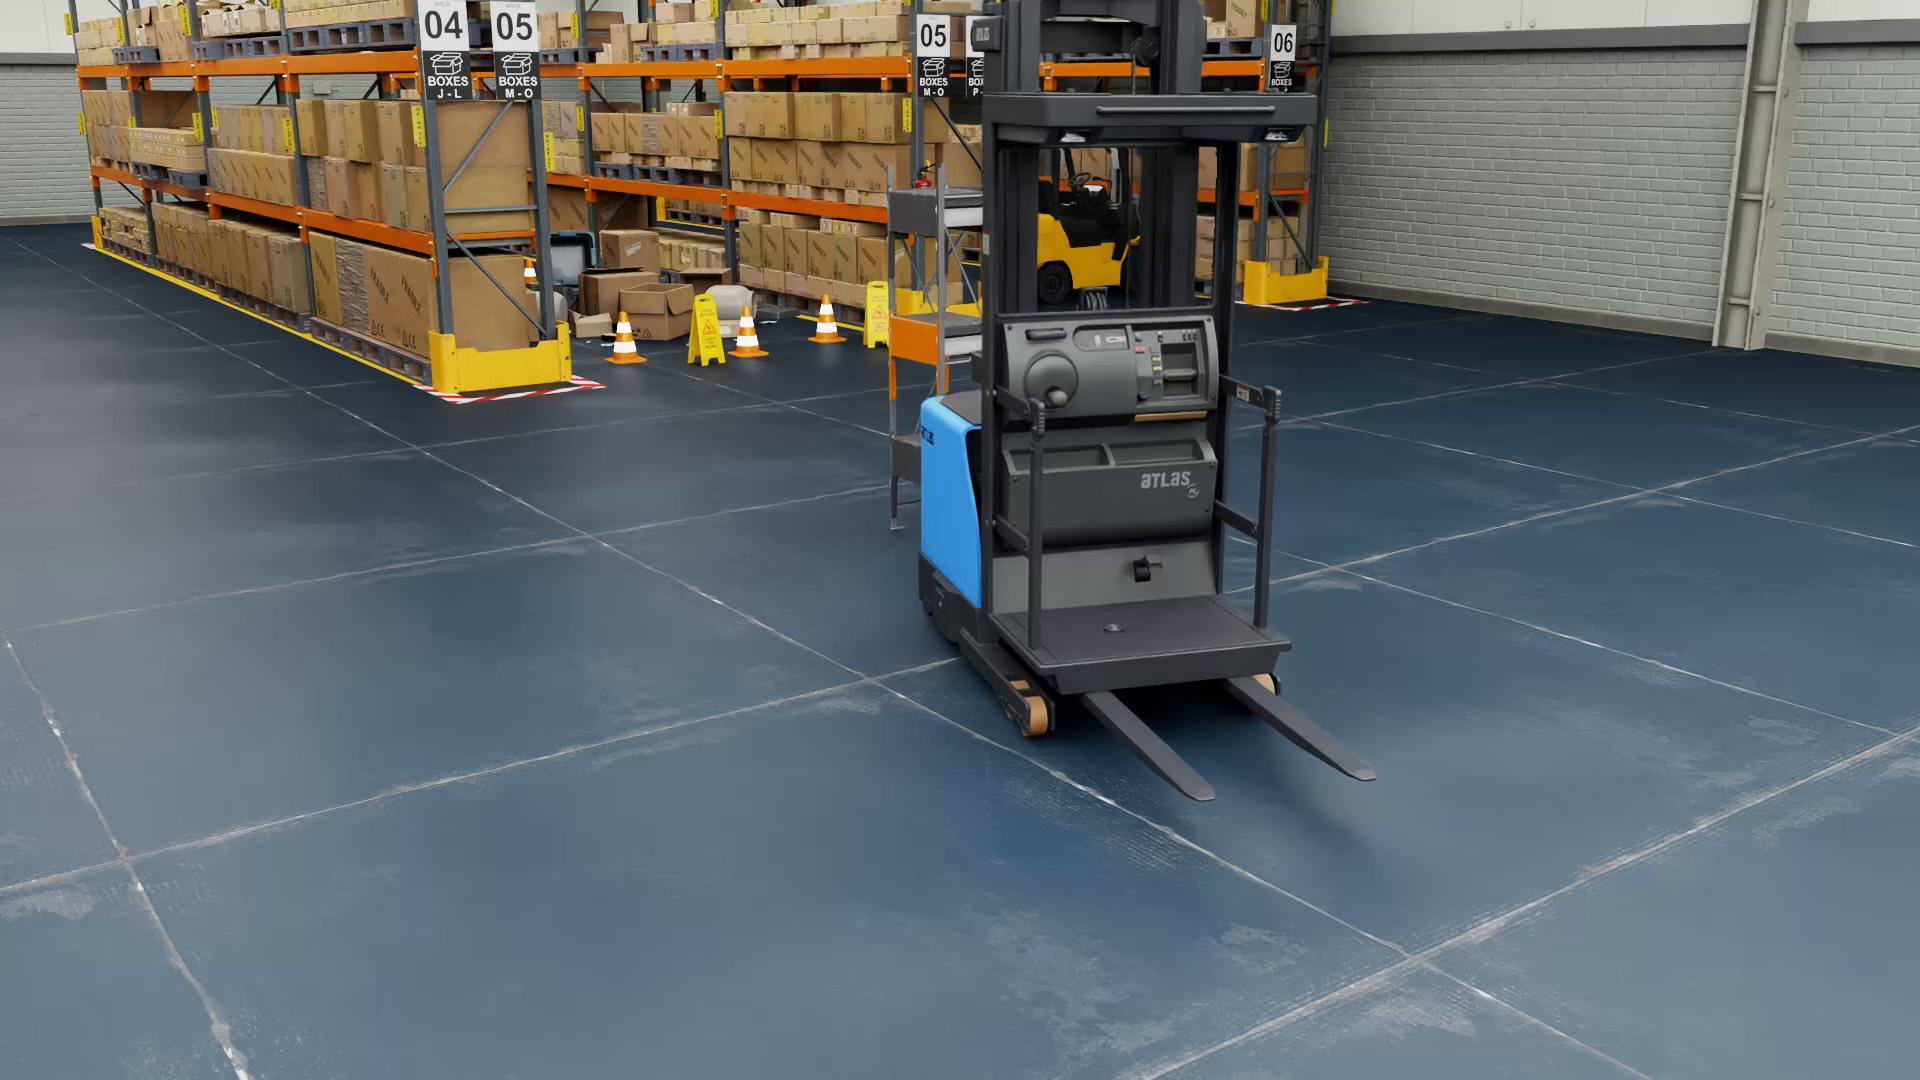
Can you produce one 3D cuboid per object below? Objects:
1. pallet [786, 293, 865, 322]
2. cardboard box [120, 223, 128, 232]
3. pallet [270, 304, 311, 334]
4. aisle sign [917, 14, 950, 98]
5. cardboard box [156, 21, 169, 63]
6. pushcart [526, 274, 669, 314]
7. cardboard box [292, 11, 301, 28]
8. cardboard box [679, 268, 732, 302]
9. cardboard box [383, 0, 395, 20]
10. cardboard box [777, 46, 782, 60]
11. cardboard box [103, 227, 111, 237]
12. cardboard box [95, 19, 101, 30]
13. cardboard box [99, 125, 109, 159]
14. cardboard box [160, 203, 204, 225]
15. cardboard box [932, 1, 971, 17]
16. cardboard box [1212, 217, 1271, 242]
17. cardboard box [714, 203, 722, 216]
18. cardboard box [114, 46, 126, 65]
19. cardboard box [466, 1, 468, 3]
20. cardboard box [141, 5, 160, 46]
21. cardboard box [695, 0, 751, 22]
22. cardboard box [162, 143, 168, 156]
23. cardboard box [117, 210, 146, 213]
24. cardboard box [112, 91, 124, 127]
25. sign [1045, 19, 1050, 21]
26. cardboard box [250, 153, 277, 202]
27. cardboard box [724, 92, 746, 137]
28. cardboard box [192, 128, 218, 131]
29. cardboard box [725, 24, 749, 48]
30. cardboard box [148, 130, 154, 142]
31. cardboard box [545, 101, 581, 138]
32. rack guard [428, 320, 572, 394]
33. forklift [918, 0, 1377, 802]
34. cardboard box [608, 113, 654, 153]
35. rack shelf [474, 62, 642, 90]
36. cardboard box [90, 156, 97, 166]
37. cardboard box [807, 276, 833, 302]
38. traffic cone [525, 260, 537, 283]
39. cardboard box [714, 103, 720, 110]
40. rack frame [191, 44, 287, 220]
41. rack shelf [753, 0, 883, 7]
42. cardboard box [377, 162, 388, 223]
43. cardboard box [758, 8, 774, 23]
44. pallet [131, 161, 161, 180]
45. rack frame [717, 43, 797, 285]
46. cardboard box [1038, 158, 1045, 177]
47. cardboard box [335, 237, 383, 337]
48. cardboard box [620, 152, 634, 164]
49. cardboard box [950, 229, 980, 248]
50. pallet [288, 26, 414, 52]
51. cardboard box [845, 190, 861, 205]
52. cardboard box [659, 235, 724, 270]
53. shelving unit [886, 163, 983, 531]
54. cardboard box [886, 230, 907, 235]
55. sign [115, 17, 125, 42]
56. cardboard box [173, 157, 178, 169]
[{"bbox_3d":[-1.272,-2.716,19.101,1.003,0.211,1.213,-11,19,-35],"label":"pallet"},{"bbox_3d":[-12.690,-4.833,25.592,0.380,0.149,0.250,-12,19,-37],"label":"cardboard box"},{"bbox_3d":[-6.876,-2.478,18.231,1.003,0.211,1.213,-11,19,-35],"label":"pallet"},{"bbox_3d":[-0.263,-4.802,16.513,0.394,0.787,0.004,-11,19,-35],"label":"aisle sign"},{"bbox_3d":[-9.850,-6.314,21.092,0.500,0.500,0.500,-11,19,-35],"label":"cardboard box"},{"bbox_3d":[-4.232,-2.831,19.204,0.936,0.377,1.648,10,18,33],"label":"pushcart"},{"bbox_3d":[-6.268,-5.061,16.194,0.380,0.149,0.250,-11,19,-34],"label":"cardboard box"},{"bbox_3d":[-2.887,-2.816,18.912,0.500,0.500,0.500,1,15,4],"label":"cardboard box"},{"bbox_3d":[-4.627,-4.465,14.016,0.380,0.149,0.250,-11,19,-34],"label":"cardboard box"},{"bbox_3d":[-1.825,-5.462,18.645,0.380,0.149,0.250,-12,19,-36],"label":"cardboard box"},{"bbox_3d":[-13.368,-4.899,26.397,0.380,0.149,0.250,-10,18,-33],"label":"cardboard box"},{"bbox_3d":[-12.417,-7.534,24.320,0.380,0.149,0.250,-11,19,-35],"label":"cardboard box"},{"bbox_3d":[-12.763,-6.069,25.314,0.500,0.500,0.500,-11,19,-34],"label":"cardboard box"},{"bbox_3d":[-10.529,-4.425,22.580,0.500,0.250,0.500,-10,18,-33],"label":"cardboard box"},{"bbox_3d":[-0.109,-5.424,16.994,0.380,0.149,0.250,-11,19,-35],"label":"cardboard box"},{"bbox_3d":[3.425,-3.786,20.245,0.500,0.250,0.500,-10,18,-33],"label":"cardboard box"},{"bbox_3d":[-4.095,-6.235,30.615,0.700,0.500,0.500,-12,19,-37],"label":"cardboard box"},{"bbox_3d":[-11.572,-6.816,23.399,0.500,0.250,0.500,-10,18,-33],"label":"cardboard box"},{"bbox_3d":[-4.086,-4.728,14.221,0.500,0.250,0.500,-11,19,-35],"label":"cardboard box"},{"bbox_3d":[-10.263,-6.727,21.800,0.797,0.503,0.637,-11,19,-35],"label":"cardboard box"},{"bbox_3d":[-2.861,-6.382,20.072,0.500,0.250,0.500,-10,18,-33],"label":"cardboard box"},{"bbox_3d":[-9.978,-5.004,21.292,0.380,0.149,0.250,-11,19,-35],"label":"cardboard box"},{"bbox_3d":[-12.712,-4.968,25.522,0.380,0.149,0.250,-10,18,-32],"label":"cardboard box"},{"bbox_3d":[-11.869,-6.220,23.974,0.500,0.500,0.500,-12,19,-36],"label":"cardboard box"},{"bbox_3d":[1.163,-6.993,22.187,0.100,0.325,0.005,-11,19,-35],"label":"sign"},{"bbox_3d":[-7.479,-4.004,18.334,0.500,0.500,0.500,-11,19,-34],"label":"cardboard box"},{"bbox_3d":[-2.333,-5.006,19.539,0.700,0.500,0.500,-11,19,-35],"label":"cardboard box"},{"bbox_3d":[-10.208,-5.523,22.625,0.380,0.149,0.250,-11,19,-35],"label":"cardboard box"},{"bbox_3d":[-2.379,-5.842,19.276,0.500,0.250,0.500,-11,19,-36],"label":"cardboard box"},{"bbox_3d":[-10.444,-5.315,21.868,0.380,0.149,0.250,-10,18,-32],"label":"cardboard box"},{"bbox_3d":[-5.593,-6.023,23.816,0.500,0.500,0.500,-10,18,-34],"label":"cardboard box"},{"bbox_3d":[-3.995,-1.605,14.494,1.175,0.500,0.348,-11,19,-35],"label":"rack guard"},{"bbox_3d":[0.696,-0.737,6.717,1.130,2.935,3.031,-4,16,-16],"label":"forklift"},{"bbox_3d":[-4.379,-5.466,22.318,0.500,0.500,0.500,-10,18,-32],"label":"cardboard box"},{"bbox_3d":[-5.945,-6.841,24.570,1.077,0.370,4.000,-11,19,-35],"label":"rack shelf"},{"bbox_3d":[-13.492,-5.991,26.260,0.380,0.149,0.250,-11,19,-35],"label":"cardboard box"},{"bbox_3d":[-1.368,-2.836,18.668,0.500,0.250,0.500,-12,19,-37],"label":"cardboard box"},{"bbox_3d":[-5.258,-3.191,20.357,0.336,0.463,0.334,-11,19,-35],"label":"traffic cone"},{"bbox_3d":[-3.129,-5.539,21.353,0.380,0.149,0.250,-10,18,-31],"label":"cardboard box"},{"bbox_3d":[-8.713,-4.524,20.424,1.000,3.000,0.127,-11,19,-35],"label":"rack frame"},{"bbox_3d":[-1.932,-8.866,27.045,1.077,0.370,4.000,-11,19,-35],"label":"rack shelf"},{"bbox_3d":[-4.833,-3.214,15.352,0.875,0.550,0.550,-11,19,-35],"label":"cardboard box"},{"bbox_3d":[-2.038,-5.883,18.673,0.380,0.149,0.250,-11,19,-35],"label":"cardboard box"},{"bbox_3d":[-10.733,-5.100,22.892,1.003,0.211,1.213,-11,19,-35],"label":"pallet"},{"bbox_3d":[-2.417,-4.460,20.190,1.000,3.000,0.127,-11,19,-35],"label":"rack frame"},{"bbox_3d":[1.088,-5.226,23.272,0.500,0.250,0.500,-10,18,-33],"label":"cardboard box"},{"bbox_3d":[-5.515,-2.511,16.297,0.875,0.875,0.875,-11,19,-34],"label":"cardboard box"},{"bbox_3d":[-4.320,-5.104,22.224,0.380,0.149,0.250,-11,19,-34],"label":"cardboard box"},{"bbox_3d":[0.386,-4.725,24.862,0.875,0.625,0.625,-12,19,-37],"label":"cardboard box"},{"bbox_3d":[-5.889,-4.898,16.275,1.003,0.211,1.213,-11,19,-35],"label":"pallet"},{"bbox_3d":[-1.006,-3.677,17.803,0.380,0.149,0.250,-10,18,-34],"label":"cardboard box"},{"bbox_3d":[-3.563,-3.808,21.989,0.950,0.372,0.625,-10,18,-33],"label":"cardboard box"},{"bbox_3d":[-0.097,-1.048,9.428,0.431,2.100,0.503,-11,19,-35],"label":"shelving unit"},{"bbox_3d":[-0.641,-3.175,18.487,0.500,0.500,0.500,-12,19,-37],"label":"cardboard box"},{"bbox_3d":[-11.500,-6.989,22.767,0.100,0.325,0.005,-11,19,-35],"label":"sign"},{"bbox_3d":[-9.671,-4.748,20.922,0.380,0.149,0.250,-10,18,-34],"label":"cardboard box"}]
